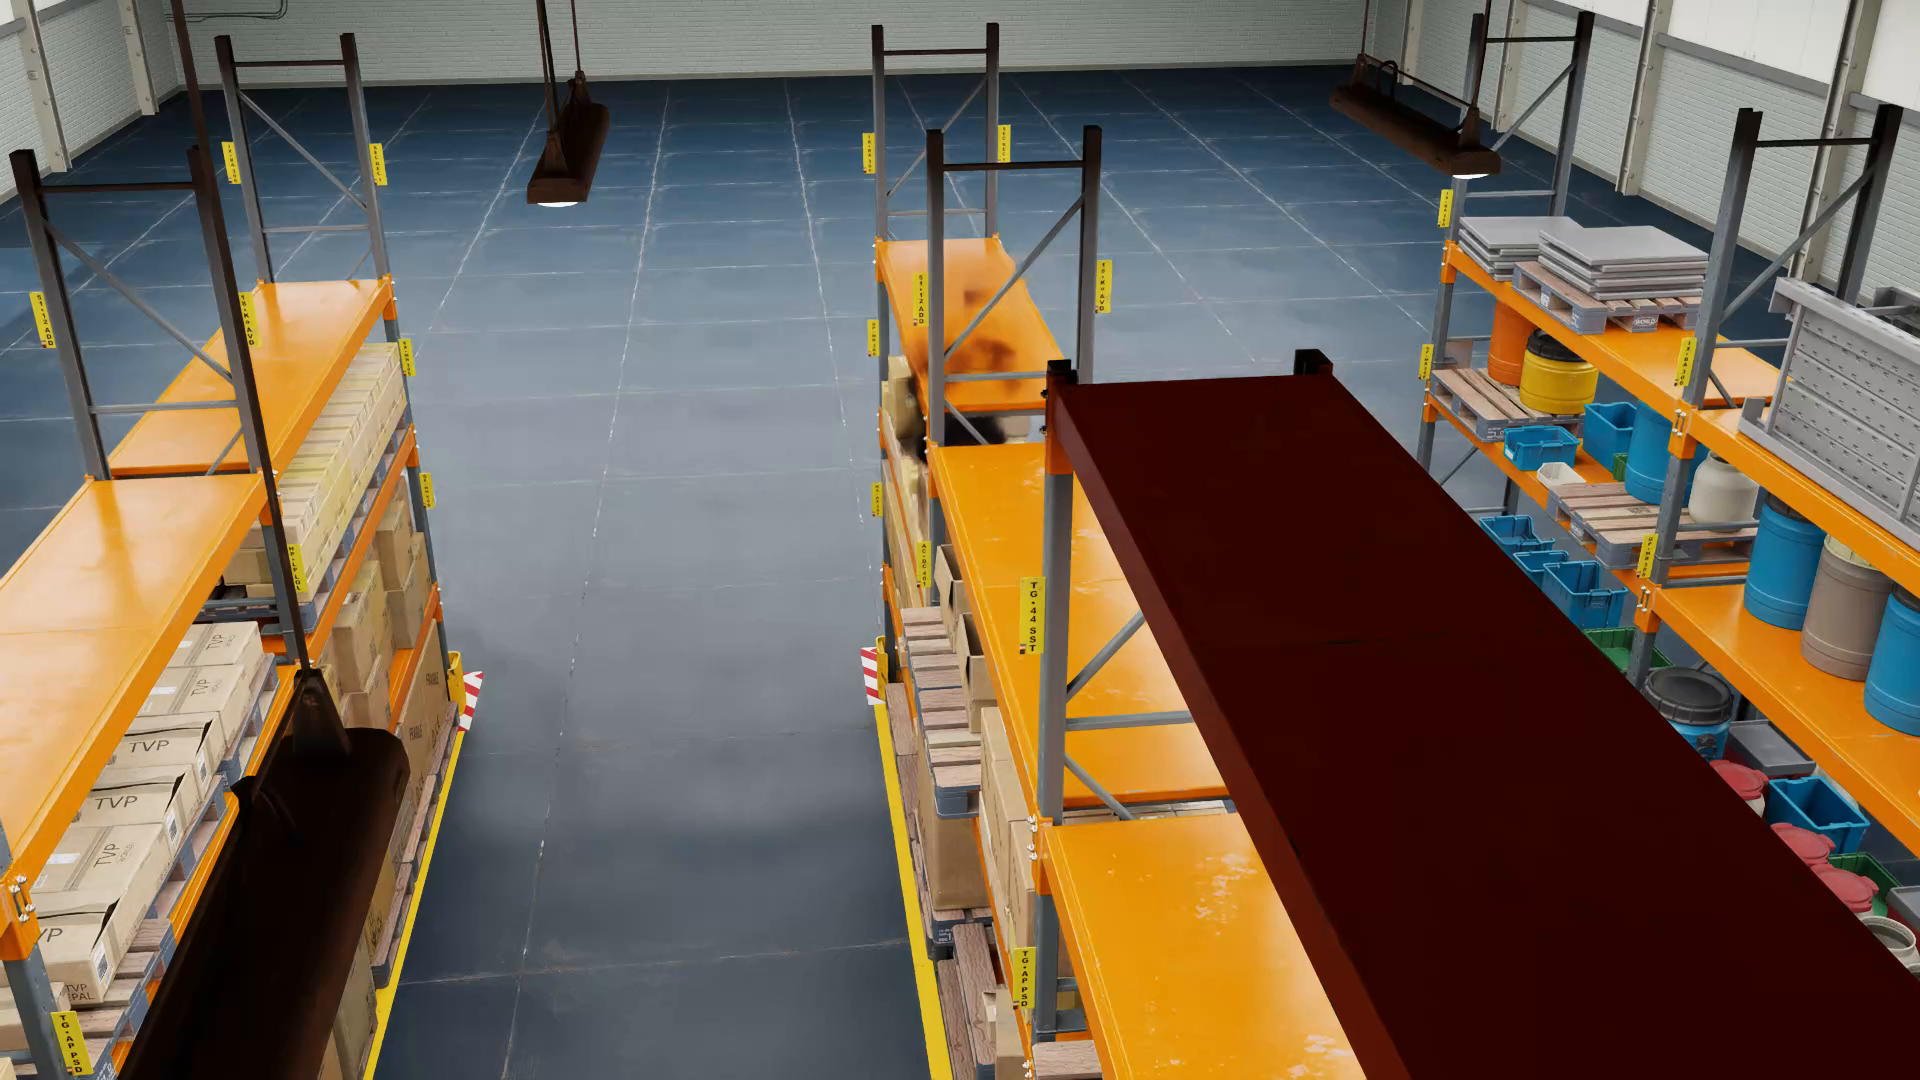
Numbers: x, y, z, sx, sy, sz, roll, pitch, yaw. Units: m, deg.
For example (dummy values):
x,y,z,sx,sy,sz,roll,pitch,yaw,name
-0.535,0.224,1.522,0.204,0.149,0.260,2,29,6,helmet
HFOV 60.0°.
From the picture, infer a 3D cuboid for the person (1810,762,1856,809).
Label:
x,y,z,sx,sy,sz,roll,pitch,yaw,name
7.063,1.525,13.326,0.599,1.668,0.911,-6,26,-13,person
